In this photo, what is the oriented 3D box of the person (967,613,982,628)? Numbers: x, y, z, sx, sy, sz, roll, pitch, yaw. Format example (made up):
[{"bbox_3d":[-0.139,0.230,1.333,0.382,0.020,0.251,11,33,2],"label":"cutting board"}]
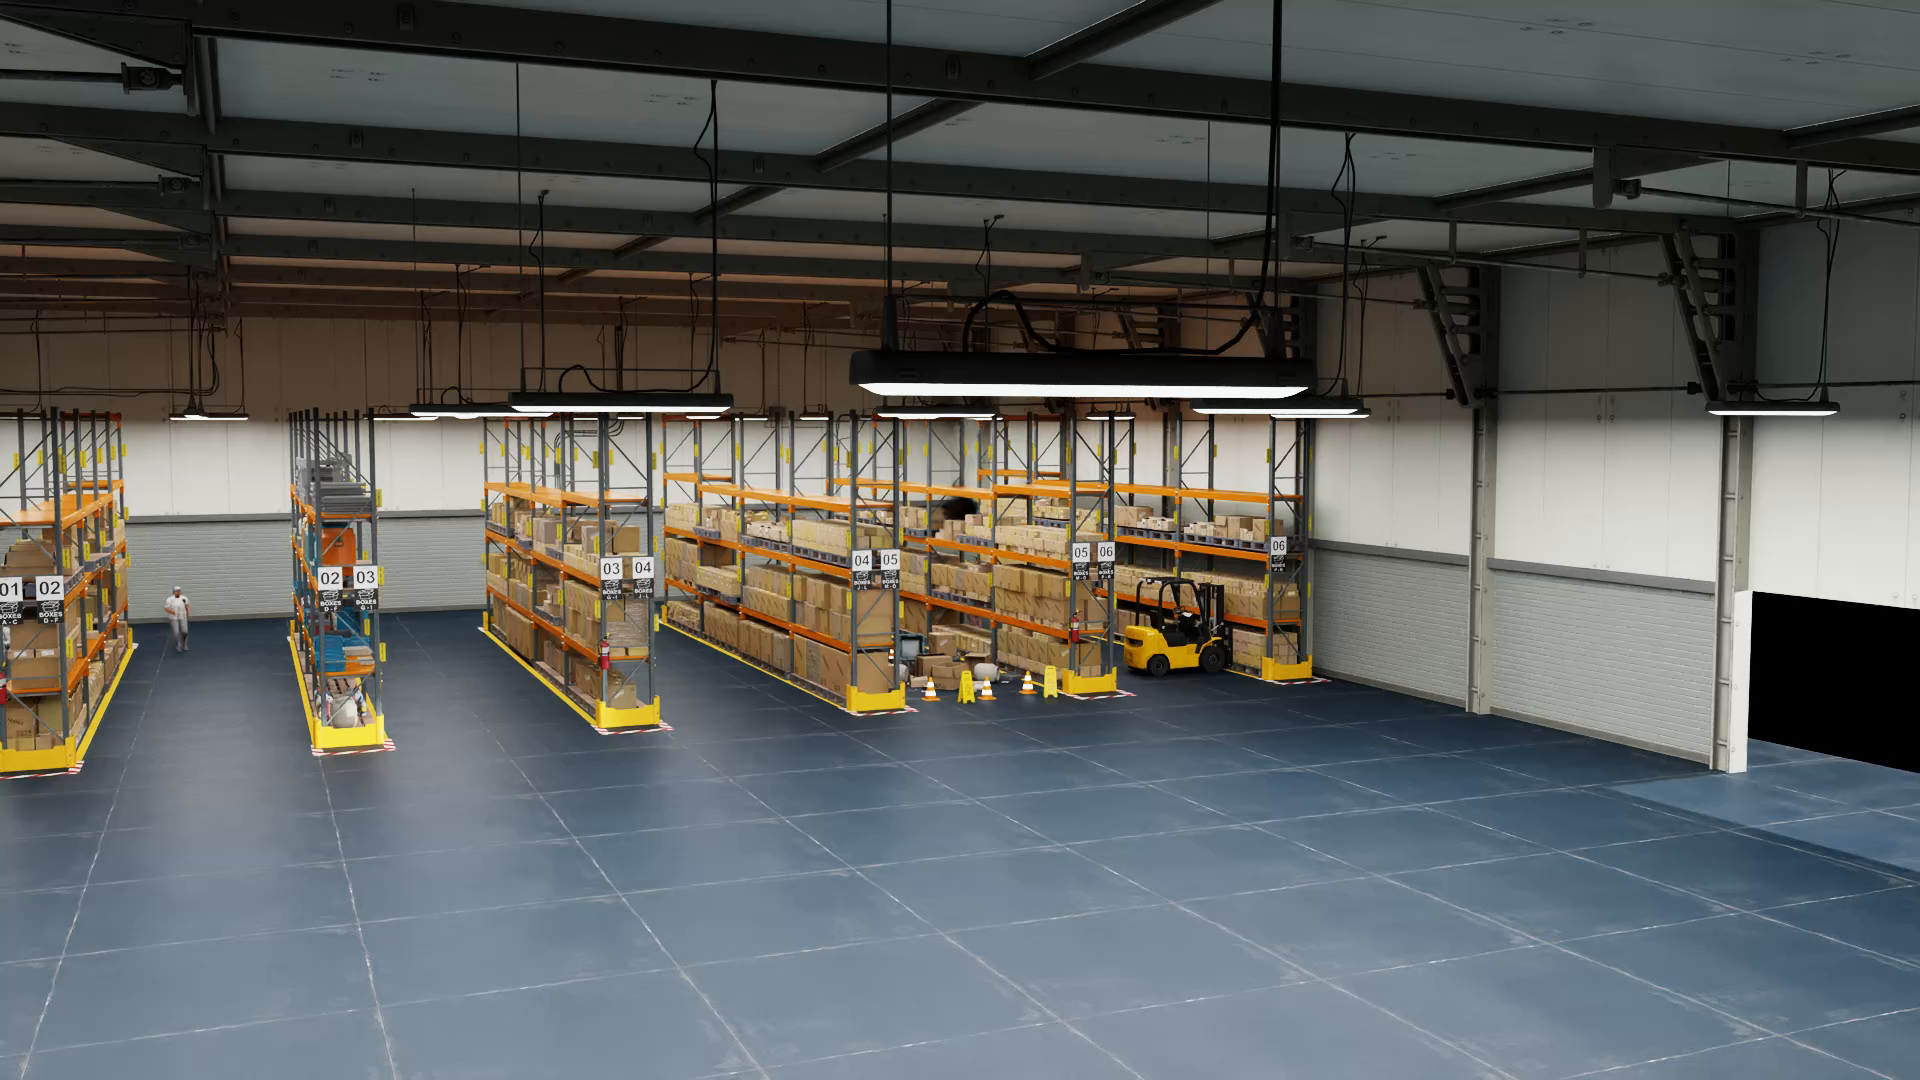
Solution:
[{"bbox_3d":[0.430,1.759,44.993,0.587,1.608,0.599,-2,4,-22],"label":"person"}]

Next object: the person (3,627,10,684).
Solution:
[{"bbox_3d":[-20.351,2.419,35.201,0.634,1.717,0.958,-1,4,-20],"label":"person"}]

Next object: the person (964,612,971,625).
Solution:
[{"bbox_3d":[0.031,1.597,46.456,0.606,1.684,0.939,-3,5,-33],"label":"person"}]

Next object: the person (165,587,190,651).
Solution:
[{"bbox_3d":[-19.594,1.988,41.679,0.598,1.648,0.622,-2,5,-30],"label":"person"}]

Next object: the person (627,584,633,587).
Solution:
[{"bbox_3d":[-9.649,1.563,47.763,0.799,1.729,0.656,1,4,10],"label":"person"}]
